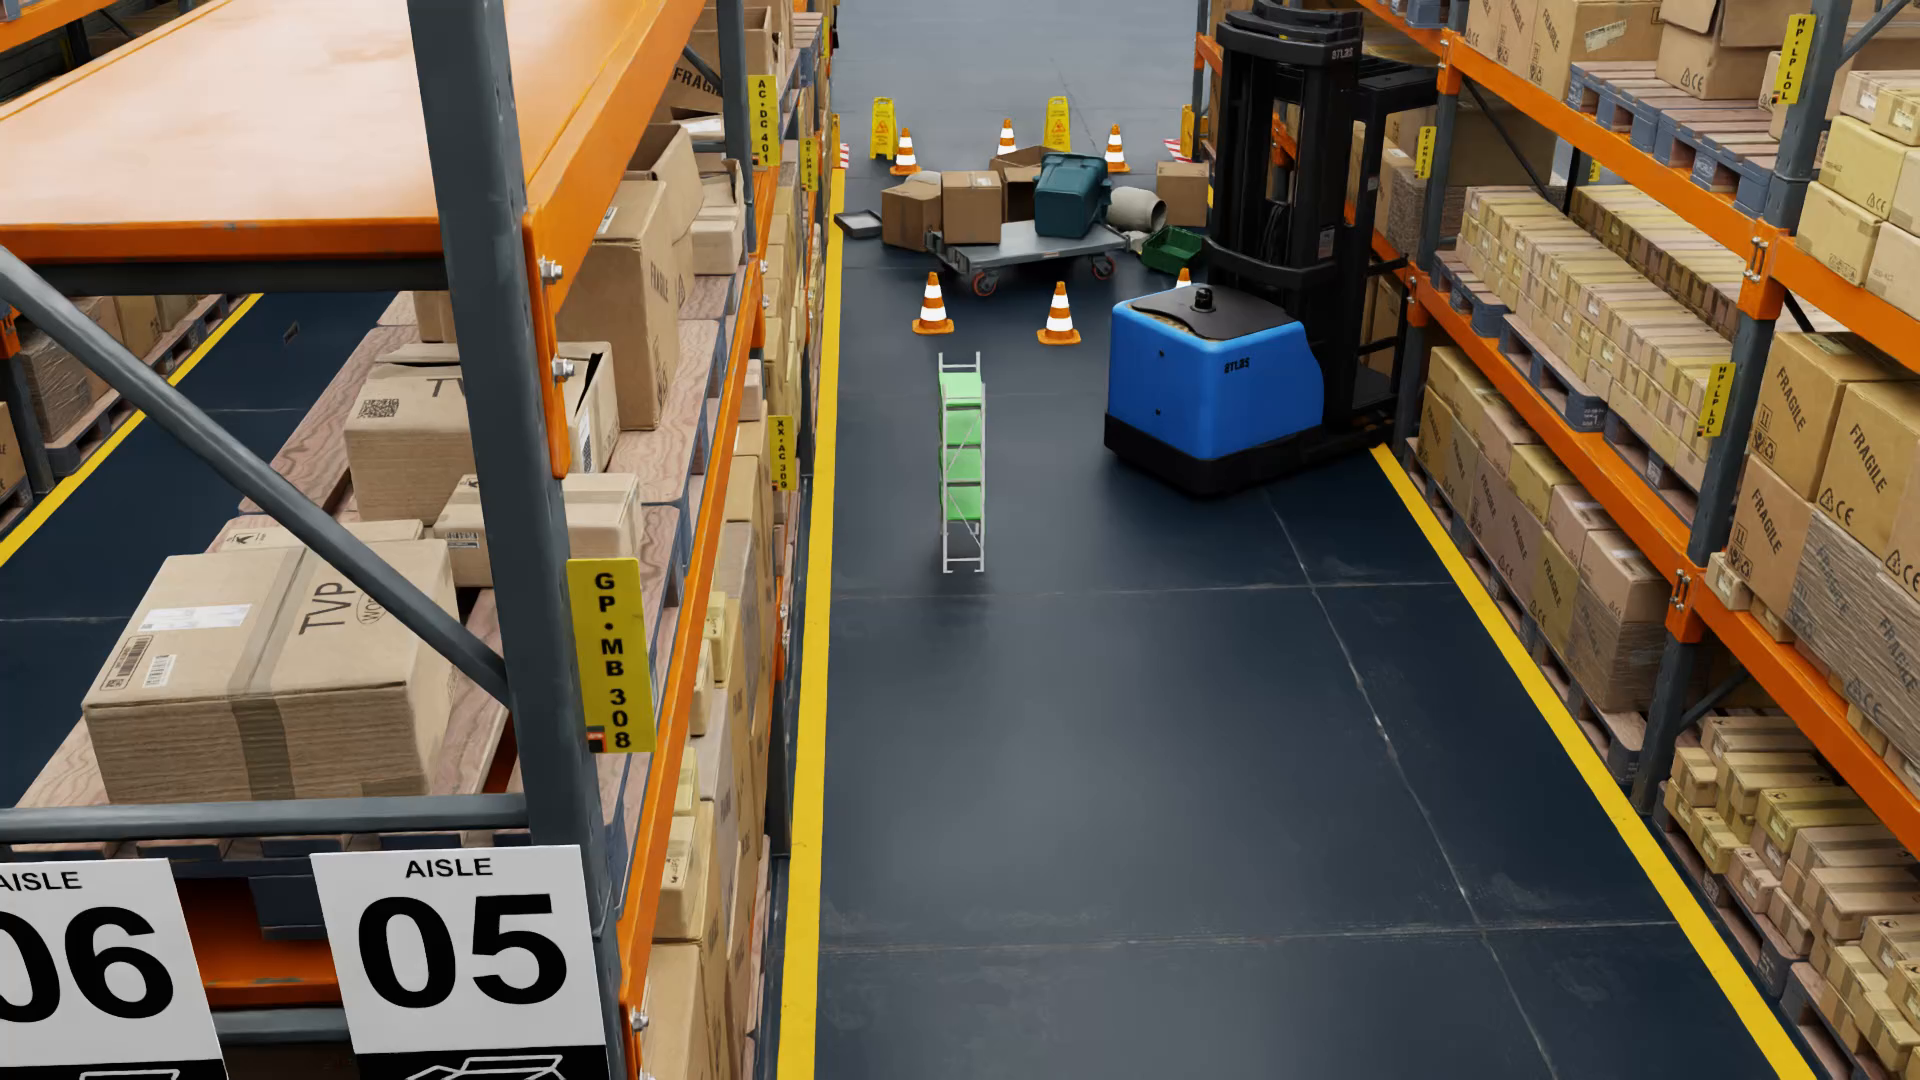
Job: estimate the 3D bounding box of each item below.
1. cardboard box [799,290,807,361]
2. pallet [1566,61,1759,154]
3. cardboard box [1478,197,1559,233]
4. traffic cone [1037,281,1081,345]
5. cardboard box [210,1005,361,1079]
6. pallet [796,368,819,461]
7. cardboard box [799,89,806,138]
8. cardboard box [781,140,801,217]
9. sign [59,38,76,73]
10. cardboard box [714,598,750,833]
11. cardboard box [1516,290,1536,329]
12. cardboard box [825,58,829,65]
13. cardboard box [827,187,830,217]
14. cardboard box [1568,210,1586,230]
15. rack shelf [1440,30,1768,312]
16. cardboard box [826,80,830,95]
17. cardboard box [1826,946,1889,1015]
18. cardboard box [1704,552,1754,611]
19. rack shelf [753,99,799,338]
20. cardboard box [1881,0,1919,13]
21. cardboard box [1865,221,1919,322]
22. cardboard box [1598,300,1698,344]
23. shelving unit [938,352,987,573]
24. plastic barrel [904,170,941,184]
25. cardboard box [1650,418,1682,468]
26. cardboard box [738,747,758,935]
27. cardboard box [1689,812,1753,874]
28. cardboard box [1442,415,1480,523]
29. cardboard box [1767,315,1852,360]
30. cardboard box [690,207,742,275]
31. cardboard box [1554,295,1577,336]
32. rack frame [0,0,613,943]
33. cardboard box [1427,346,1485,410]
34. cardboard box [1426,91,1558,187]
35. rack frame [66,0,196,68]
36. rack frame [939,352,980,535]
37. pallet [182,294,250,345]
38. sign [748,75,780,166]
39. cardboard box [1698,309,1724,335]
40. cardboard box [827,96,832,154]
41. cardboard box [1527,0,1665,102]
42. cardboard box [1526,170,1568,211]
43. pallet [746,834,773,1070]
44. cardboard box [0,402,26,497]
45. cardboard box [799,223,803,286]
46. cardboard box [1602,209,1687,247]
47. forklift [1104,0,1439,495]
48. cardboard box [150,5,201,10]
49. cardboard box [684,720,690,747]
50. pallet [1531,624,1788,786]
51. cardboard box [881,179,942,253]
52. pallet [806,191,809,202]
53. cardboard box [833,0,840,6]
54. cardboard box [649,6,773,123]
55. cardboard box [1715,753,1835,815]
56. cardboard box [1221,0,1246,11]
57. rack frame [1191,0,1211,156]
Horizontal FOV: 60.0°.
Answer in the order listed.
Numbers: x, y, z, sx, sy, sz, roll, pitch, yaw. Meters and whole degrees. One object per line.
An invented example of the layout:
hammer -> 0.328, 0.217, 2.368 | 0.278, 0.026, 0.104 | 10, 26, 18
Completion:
cardboard box -> -1.146, -1.230, 9.528 | 0.500, 0.250, 0.500 | -1, 28, -2
pallet -> 3.690, -2.092, 7.977 | 1.213, 0.211, 1.003 | -1, 28, -3
cardboard box -> 3.312, -1.922, 9.867 | 0.380, 0.149, 0.250 | -2, 28, -4
traffic cone -> 0.794, -1.834, 13.265 | 0.336, 0.463, 0.334 | -1, 28, -3
cardboard box -> -1.275, 0.998, 3.201 | 0.380, 0.149, 0.250 | -1, 28, -2
pallet -> -1.513, -0.884, 11.717 | 1.003, 0.211, 1.213 | -1, 28, -3
cardboard box -> -1.335, -2.821, 11.532 | 0.500, 0.500, 0.500 | -1, 28, -2
cardboard box -> -1.186, -2.015, 9.680 | 0.500, 0.500, 0.500 | -2, 28, -4
sign -> -7.193, -3.890, 13.444 | 0.100, 0.325, 0.005 | -1, 28, -3
cardboard box -> -0.892, 0.512, 4.835 | 0.500, 0.500, 0.500 | -1, 28, -2
cardboard box -> 3.346, -1.293, 9.304 | 0.380, 0.149, 0.250 | -1, 28, -1
cardboard box -> -1.499, -4.824, 16.527 | 0.380, 0.149, 0.250 | -1, 28, -2
cardboard box -> -1.483, -3.099, 15.468 | 0.500, 0.250, 0.500 | 0, 28, 0
cardboard box -> 3.945, -1.916, 10.175 | 0.380, 0.149, 0.250 | -1, 28, -2
rack shelf -> 3.569, -2.013, 8.401 | 1.077, 0.370, 4.000 | -1, 28, -3
cardboard box -> -1.503, -4.510, 16.660 | 0.380, 0.149, 0.250 | -1, 28, -1
cardboard box -> 3.476, 1.639, 6.171 | 0.380, 0.149, 0.250 | -2, 28, -3
cardboard box -> 3.361, 0.171, 6.950 | 0.380, 0.149, 0.250 | 0, 28, -1
rack shelf -> -1.369, -1.847, 8.082 | 1.077, 0.370, 4.000 | -1, 28, -3
cardboard box -> 8.116, -3.928, 13.435 | 1.000, 1.000, 1.000 | -1, 28, -2
cardboard box -> 3.469, -0.891, 5.633 | 0.500, 0.250, 0.500 | -2, 28, -3
cardboard box -> 3.408, -1.076, 8.244 | 0.380, 0.149, 0.250 | -2, 28, -4
shelving unit -> 0.009, -0.456, 9.826 | 0.258, 1.200, 0.503 | -1, 28, -3
plastic barrel -> -0.272, -3.395, 16.301 | 0.512, 0.421, 0.421 | 19, 33, 32
cardboard box -> 3.440, -0.452, 7.691 | 0.380, 0.149, 0.250 | -1, 28, -2
cardboard box -> -0.900, 0.963, 5.053 | 0.500, 0.500, 0.500 | 0, 28, -1
cardboard box -> 3.385, 1.298, 7.147 | 0.380, 0.149, 0.250 | -1, 28, -1
cardboard box -> 3.276, -0.439, 10.097 | 0.500, 0.500, 0.500 | -1, 28, -2
cardboard box -> 4.070, -0.973, 8.046 | 0.380, 0.149, 0.250 | -2, 28, -3
cardboard box -> -0.898, -0.952, 5.298 | 0.380, 0.149, 0.250 | -1, 28, -1
cardboard box -> 3.376, -1.185, 8.775 | 0.380, 0.149, 0.250 | 0, 28, -1
rack frame -> -1.056, -0.725, 1.910 | 1.000, 3.000, 0.127 | -1, 28, -3
cardboard box -> 3.258, -1.012, 10.385 | 0.500, 0.250, 0.500 | -3, 28, -5
cardboard box -> 3.451, -2.621, 10.843 | 0.700, 0.500, 0.500 | -2, 28, -3
rack frame -> -6.639, -3.485, 13.689 | 1.000, 3.000, 0.127 | -1, 28, -3
rack frame -> -0.004, -0.568, 10.042 | 0.240, 1.200, 0.015 | -1, 28, -3
pallet -> -6.562, -1.910, 13.683 | 1.003, 0.211, 1.213 | -1, 28, -3
sign -> -0.711, -1.521, 6.034 | 0.100, 0.325, 0.005 | -1, 28, -3
cardboard box -> 4.038, -1.084, 8.581 | 0.380, 0.149, 0.250 | -2, 28, -4
cardboard box -> -1.559, -4.149, 16.670 | 0.500, 0.500, 0.500 | 0, 28, -1
cardboard box -> 3.293, -2.569, 8.580 | 0.500, 0.500, 0.500 | -1, 28, -3
cardboard box -> 3.710, -2.184, 11.086 | 0.500, 0.500, 0.500 | -1, 28, -2
pallet -> -1.303, 1.677, 6.807 | 1.003, 0.211, 1.213 | -1, 28, -3
cardboard box -> -6.194, -0.526, 10.264 | 0.500, 0.500, 0.500 | -1, 28, -1
cardboard box -> -1.195, -1.697, 9.882 | 0.500, 0.250, 0.500 | -1, 28, -3
cardboard box -> 3.972, -1.812, 9.655 | 0.380, 0.149, 0.250 | -1, 28, -1
forklift -> 2.479, -2.110, 11.126 | 3.031, 2.935, 1.130 | -18, 33, -31
cardboard box -> -6.992, -4.682, 14.851 | 0.380, 0.149, 0.250 | -2, 28, -3
cardboard box -> -0.880, 0.506, 4.146 | 0.380, 0.149, 0.250 | -1, 28, -2
pallet -> 3.631, 0.798, 8.492 | 1.003, 0.211, 1.213 | -1, 28, -3
cardboard box -> -0.380, -3.028, 15.511 | 0.500, 0.500, 0.500 | 19, 33, 32
pallet -> -1.618, -2.588, 12.176 | 1.003, 0.211, 1.213 | -1, 28, -3
cardboard box -> -1.498, -5.376, 15.803 | 0.700, 0.500, 0.500 | -2, 28, -3
cardboard box -> -1.021, -1.887, 6.819 | 0.500, 0.500, 0.500 | -2, 28, -4
cardboard box -> 3.439, 1.028, 7.021 | 0.380, 0.149, 0.250 | 0, 28, 0
cardboard box -> 3.042, -5.480, 16.183 | 0.875, 0.550, 0.550 | -1, 28, -3
rack frame -> 3.047, -5.620, 17.783 | 1.000, 3.000, 0.127 | -1, 28, -3
